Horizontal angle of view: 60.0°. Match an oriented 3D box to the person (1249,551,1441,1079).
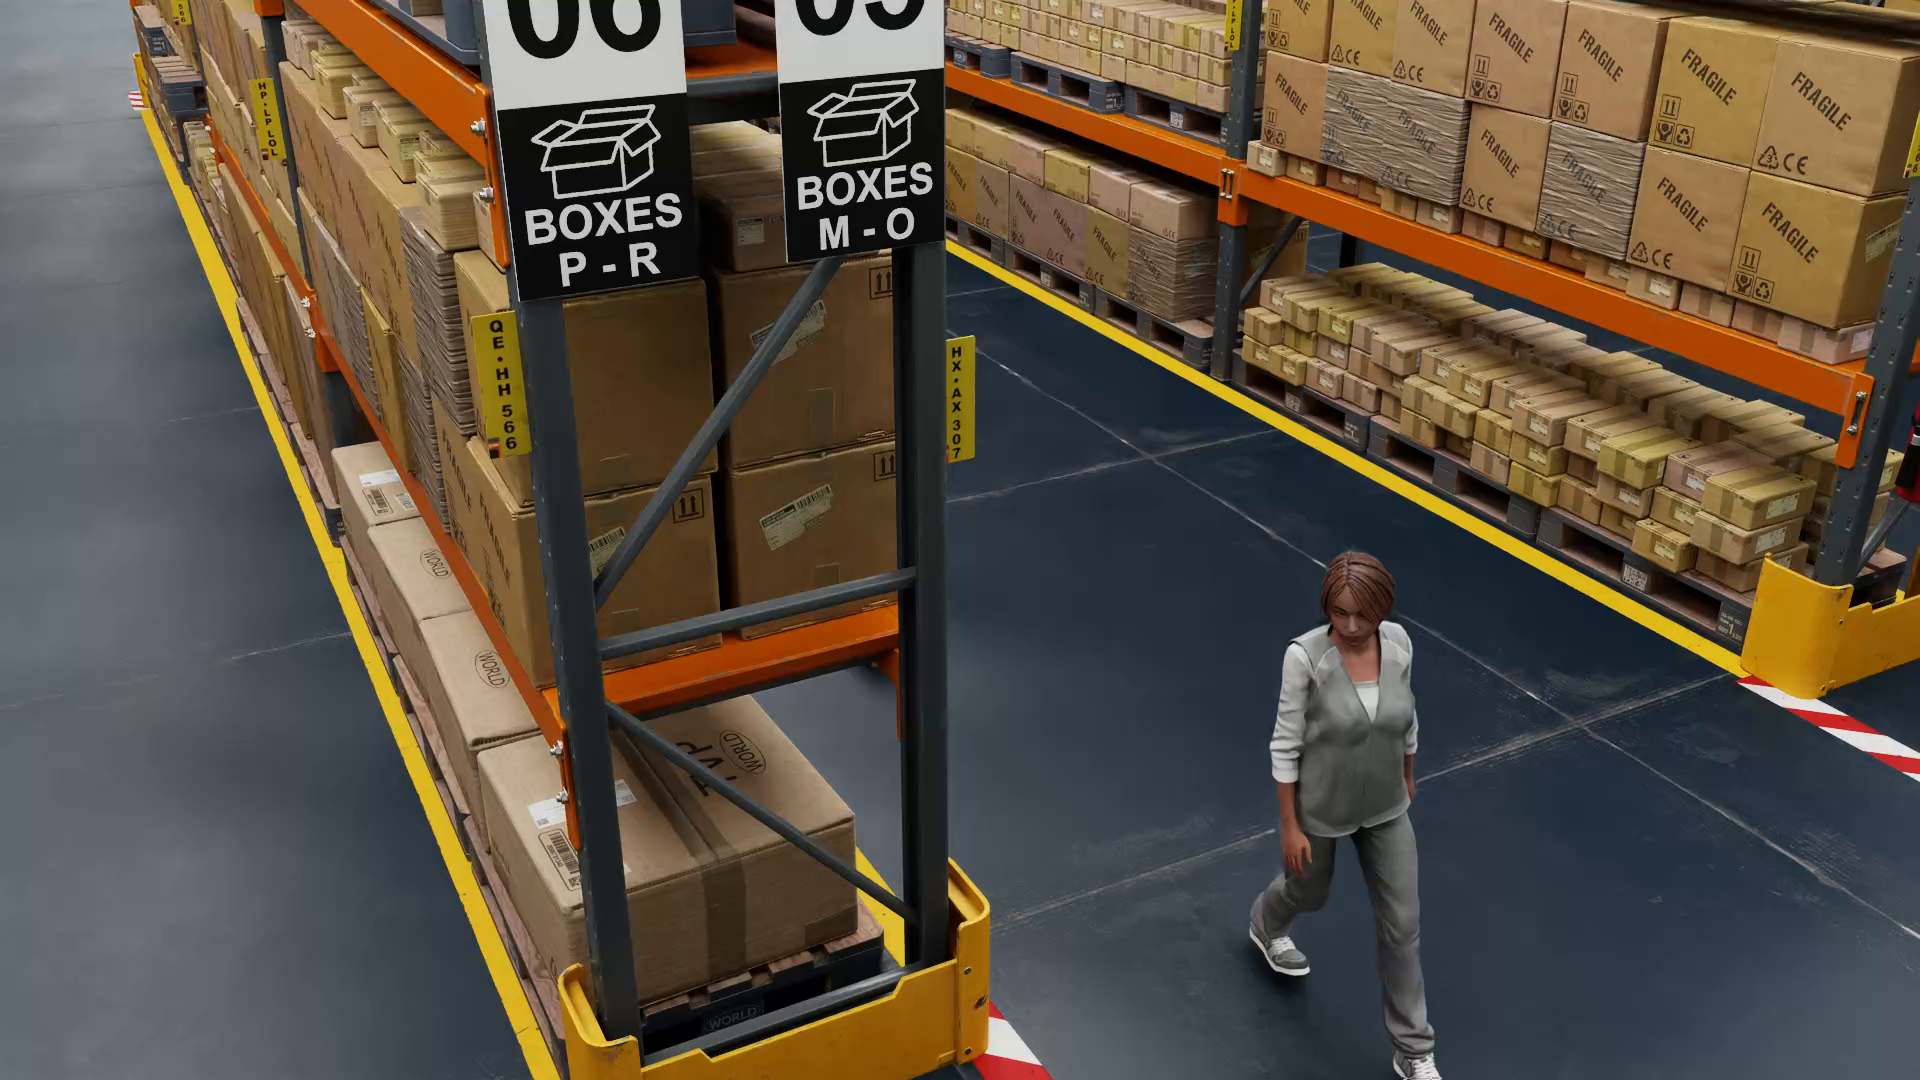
[{"bbox_3d":[1.091,0.746,4.593,0.495,1.522,0.871,-4,26,-9],"label":"person"}]
